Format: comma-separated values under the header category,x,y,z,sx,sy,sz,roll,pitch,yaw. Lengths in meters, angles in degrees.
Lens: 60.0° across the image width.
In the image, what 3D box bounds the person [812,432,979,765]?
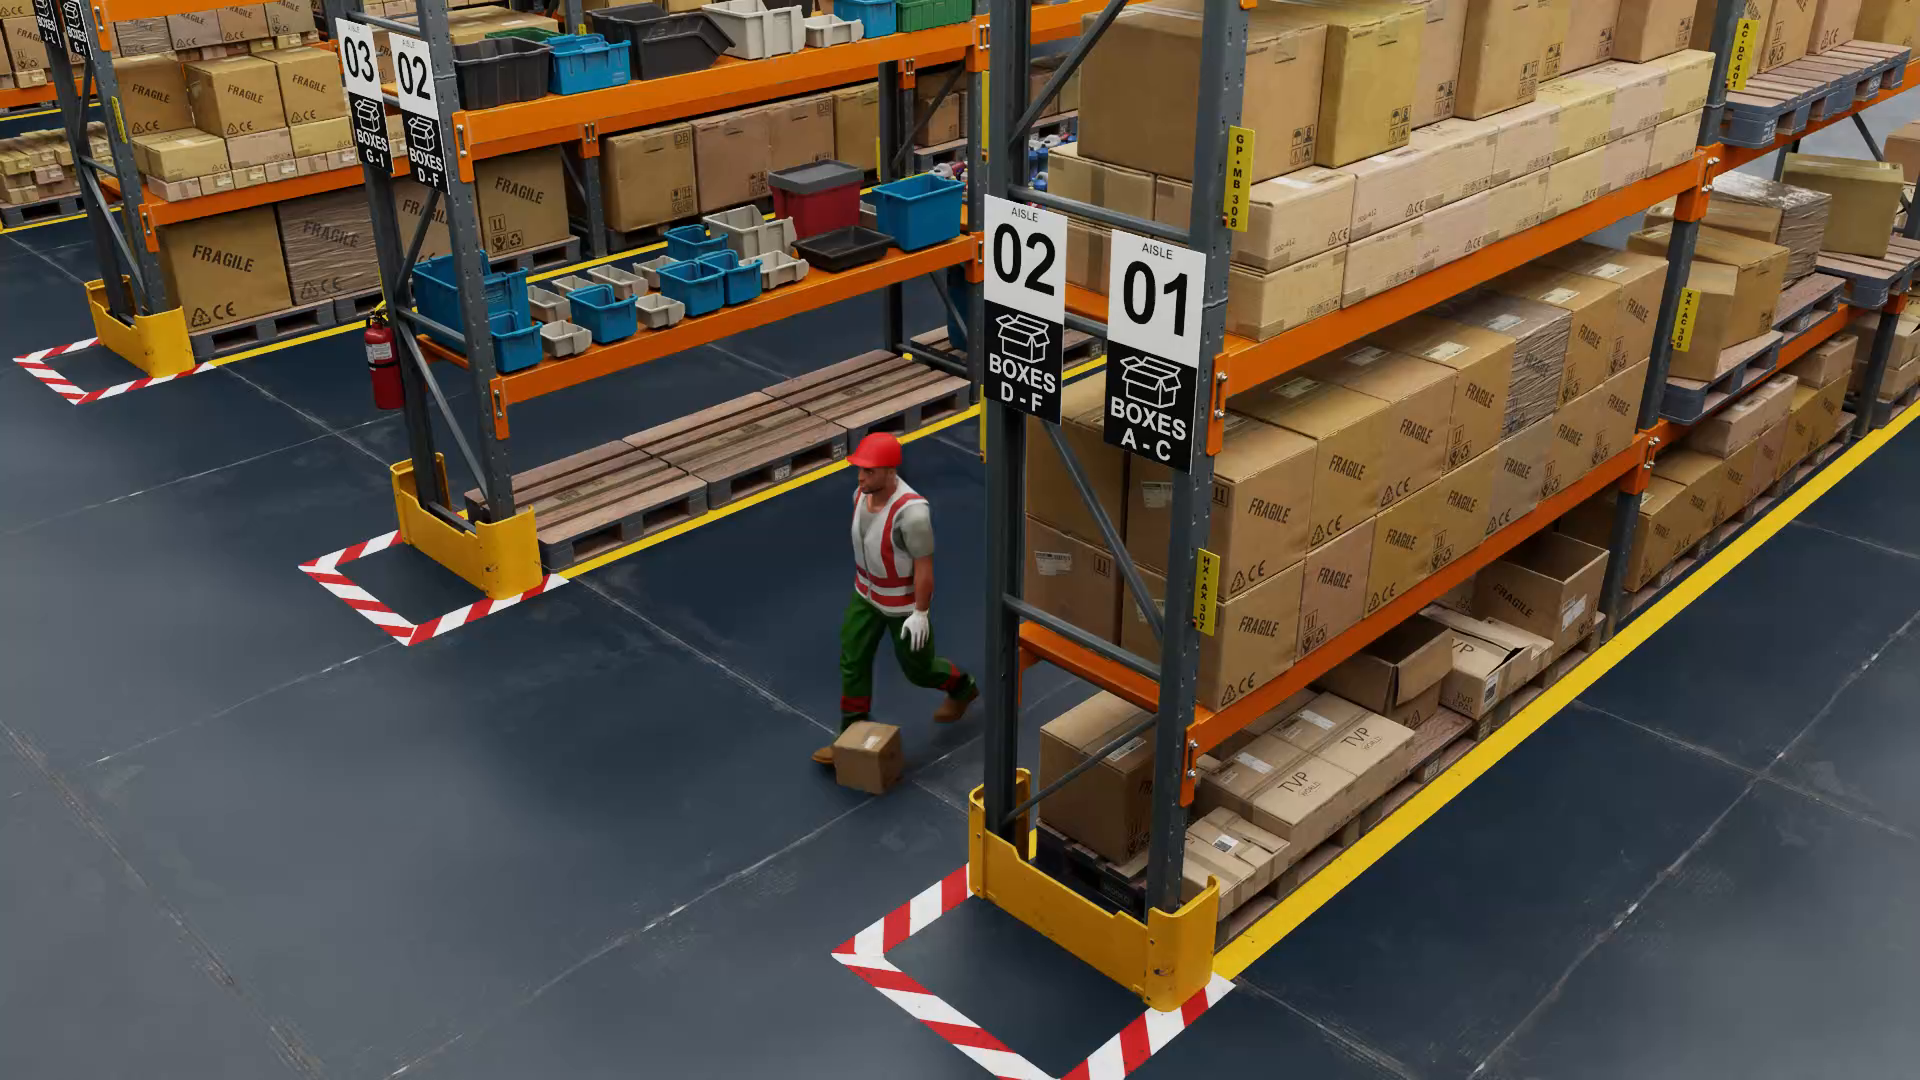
category,x,y,z,sx,sy,sz,roll,pitch,yaw
person,-0.296,0.270,8.080,0.947,1.767,0.574,-24,36,-38
